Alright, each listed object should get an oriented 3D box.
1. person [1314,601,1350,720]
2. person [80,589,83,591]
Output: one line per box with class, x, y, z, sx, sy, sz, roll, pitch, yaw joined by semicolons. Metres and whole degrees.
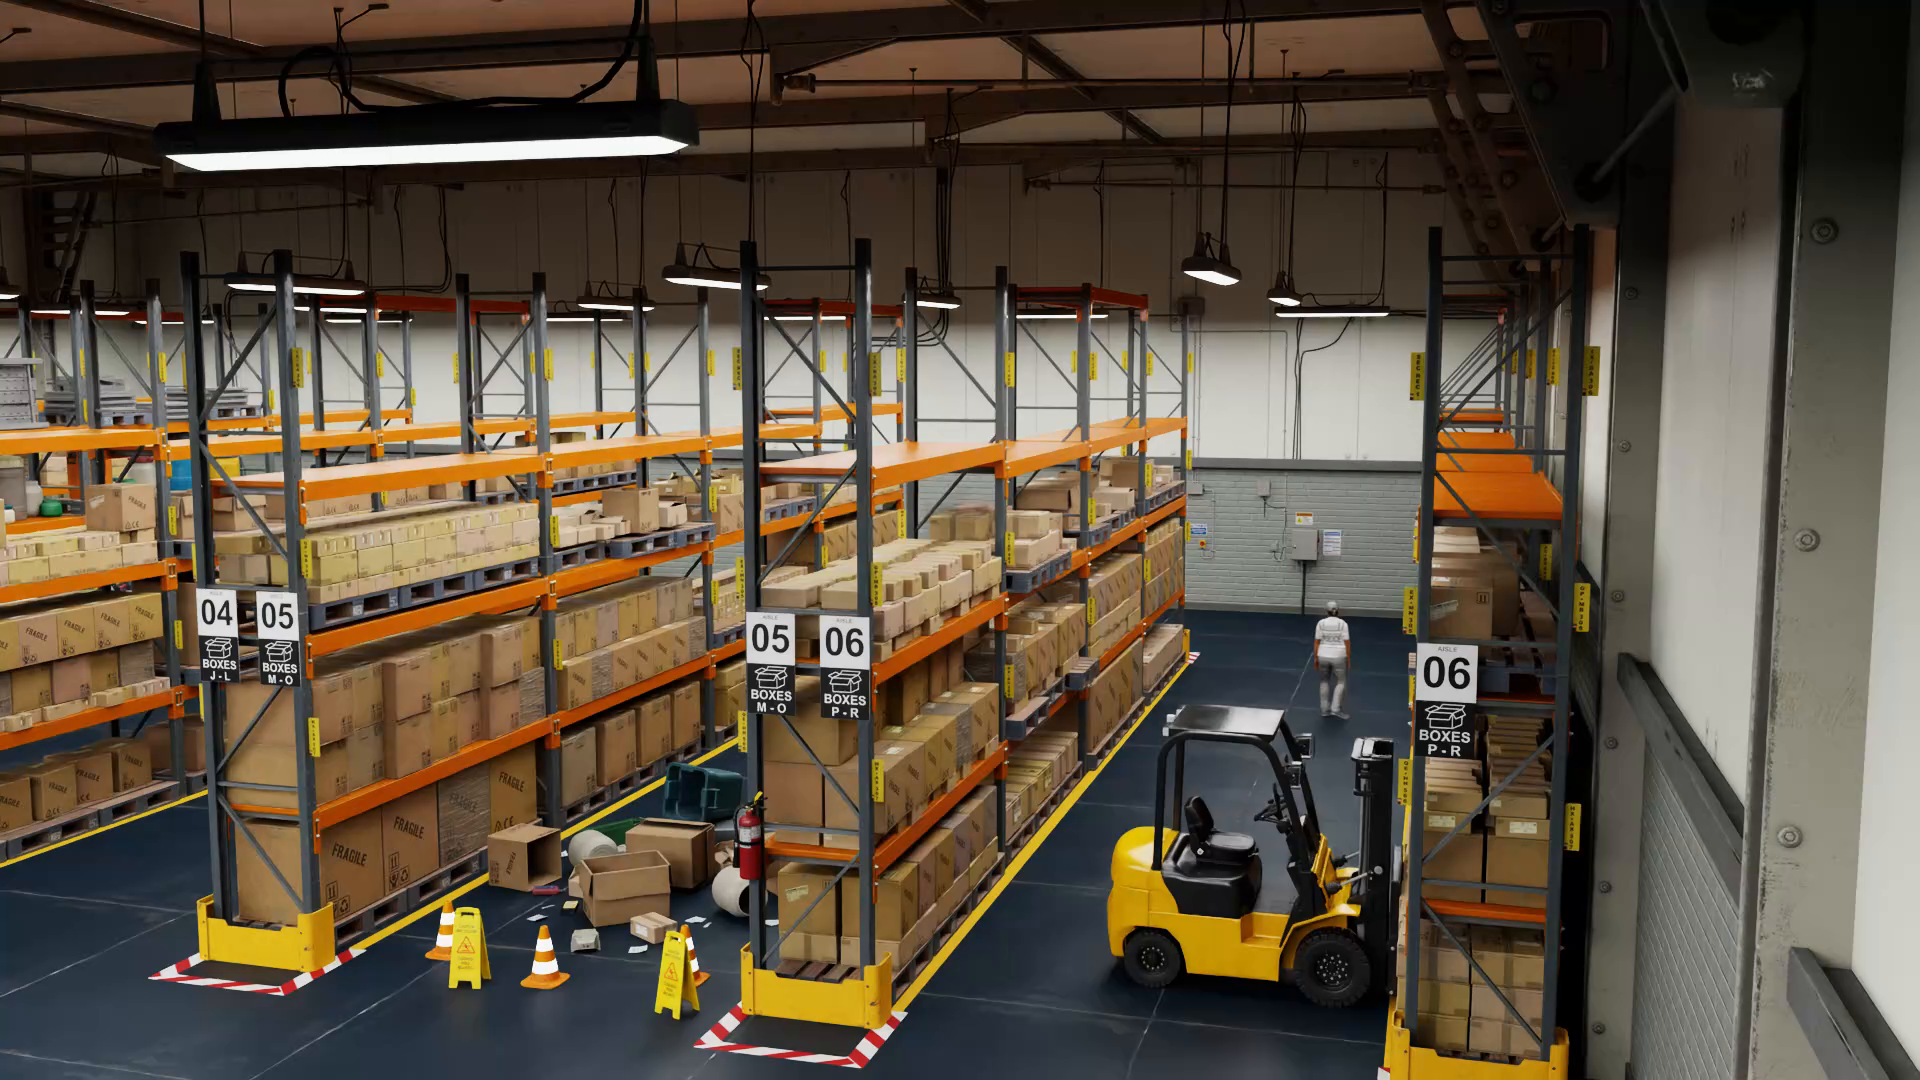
person;5.291;1.707;23.618;0.531;1.664;0.497;3;7;22
person;-14.010;1.311;26.750;0.683;1.710;1.081;2;7;14
